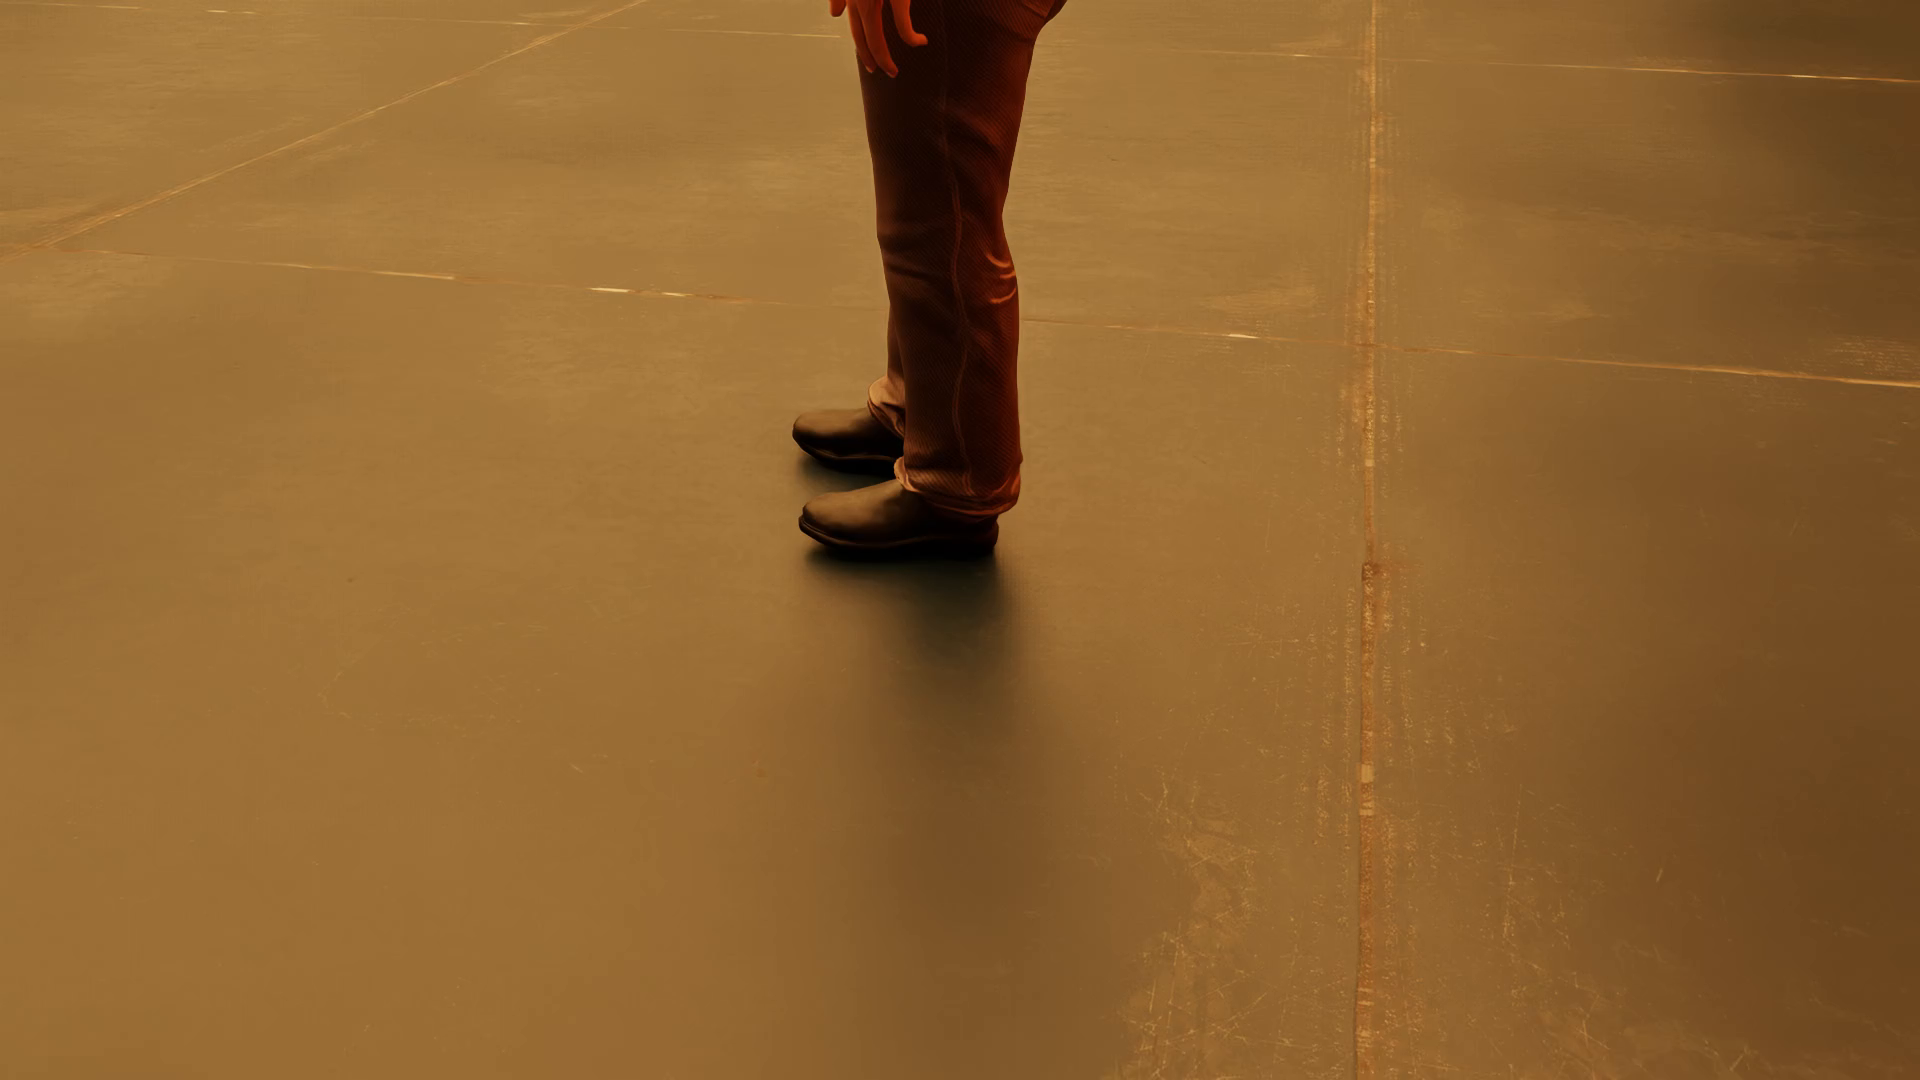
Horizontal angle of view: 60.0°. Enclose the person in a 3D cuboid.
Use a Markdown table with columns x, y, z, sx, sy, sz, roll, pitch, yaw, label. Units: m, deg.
| x | y | z | sx | sy | sz | roll | pitch | yaw | label |
| --- | --- | --- | --- | --- | --- | --- | --- | --- | --- |
| -0.060 | -0.785 | 2.127 | 0.566 | 1.722 | 0.634 | 6 | 27 | 11 | person |
